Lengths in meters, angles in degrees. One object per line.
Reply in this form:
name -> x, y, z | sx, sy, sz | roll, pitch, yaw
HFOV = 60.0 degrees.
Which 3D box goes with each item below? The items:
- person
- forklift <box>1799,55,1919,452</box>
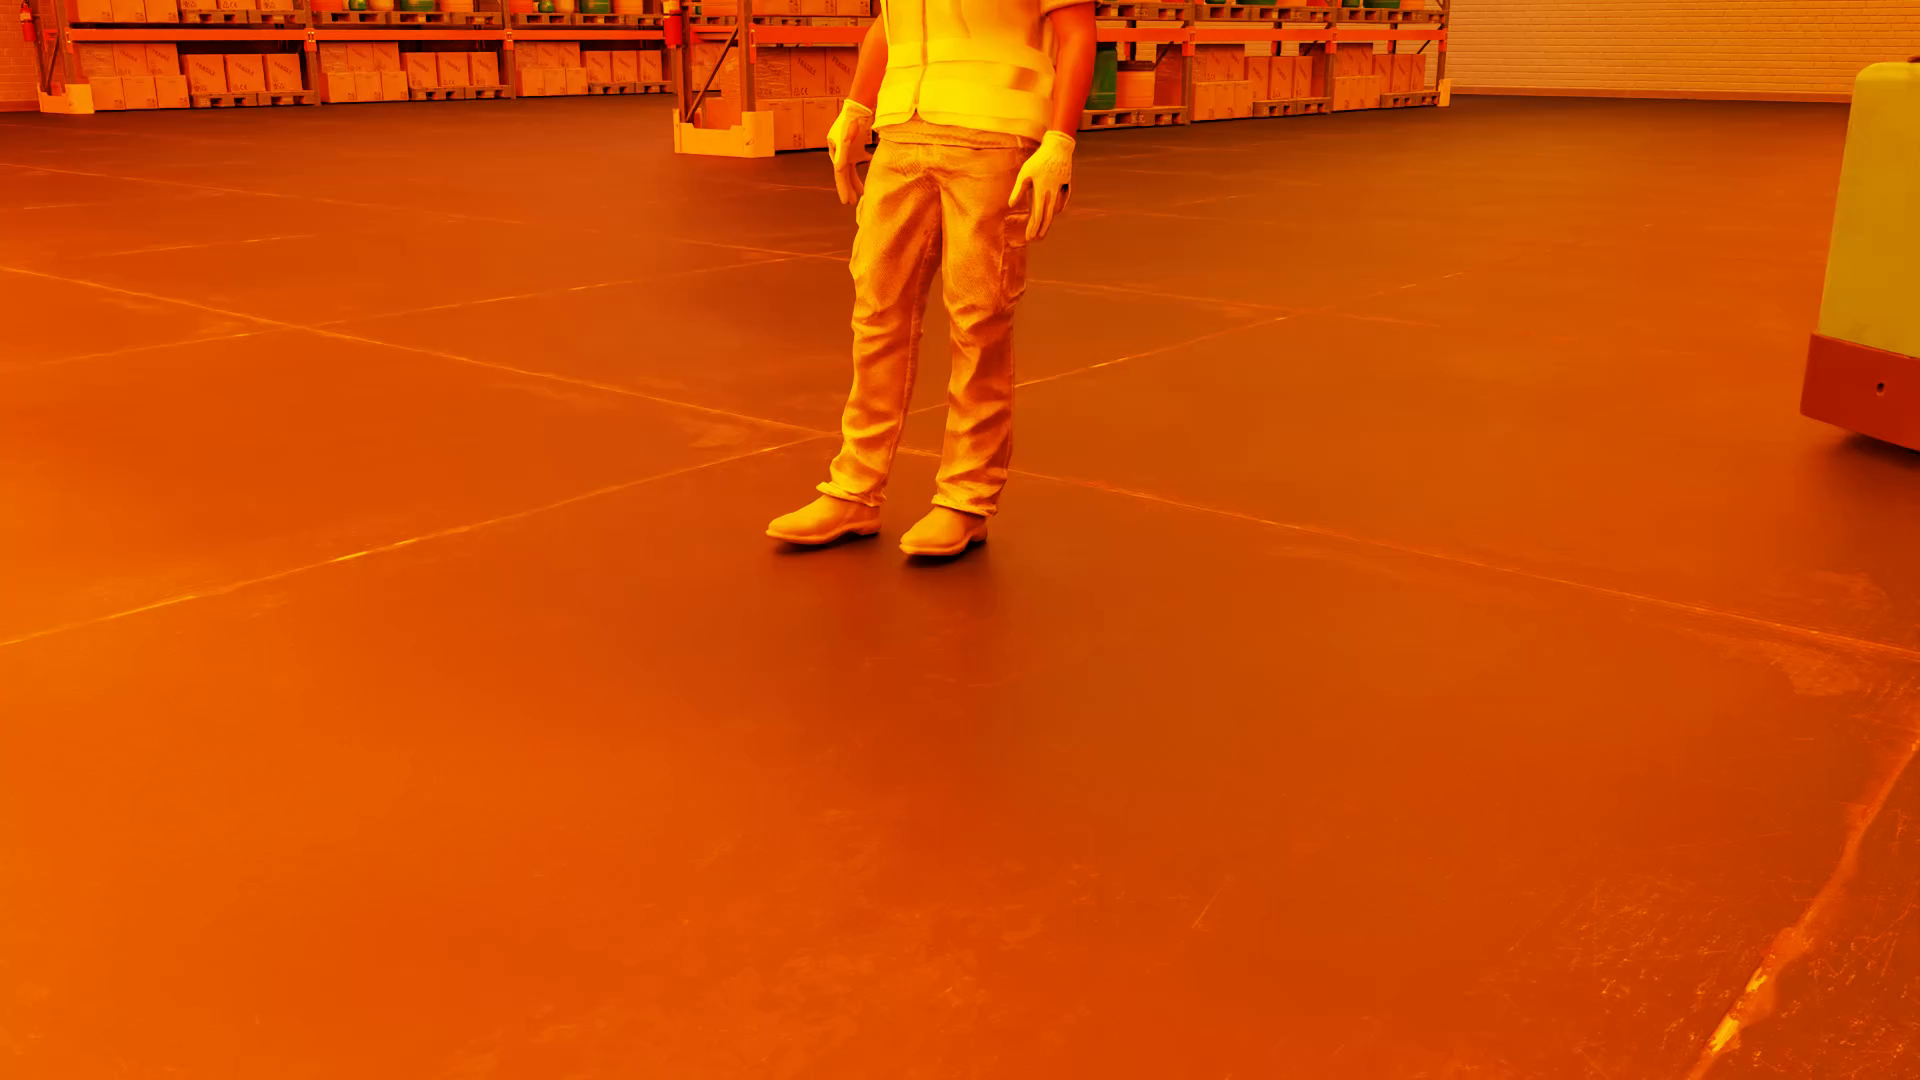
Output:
person -> -0.053, -0.846, 3.632 | 0.657, 1.785, 0.575 | 13, 21, 37
forklift -> 4.057, -1.668, 4.390 | 3.031, 2.935, 1.130 | -4, 17, -12
